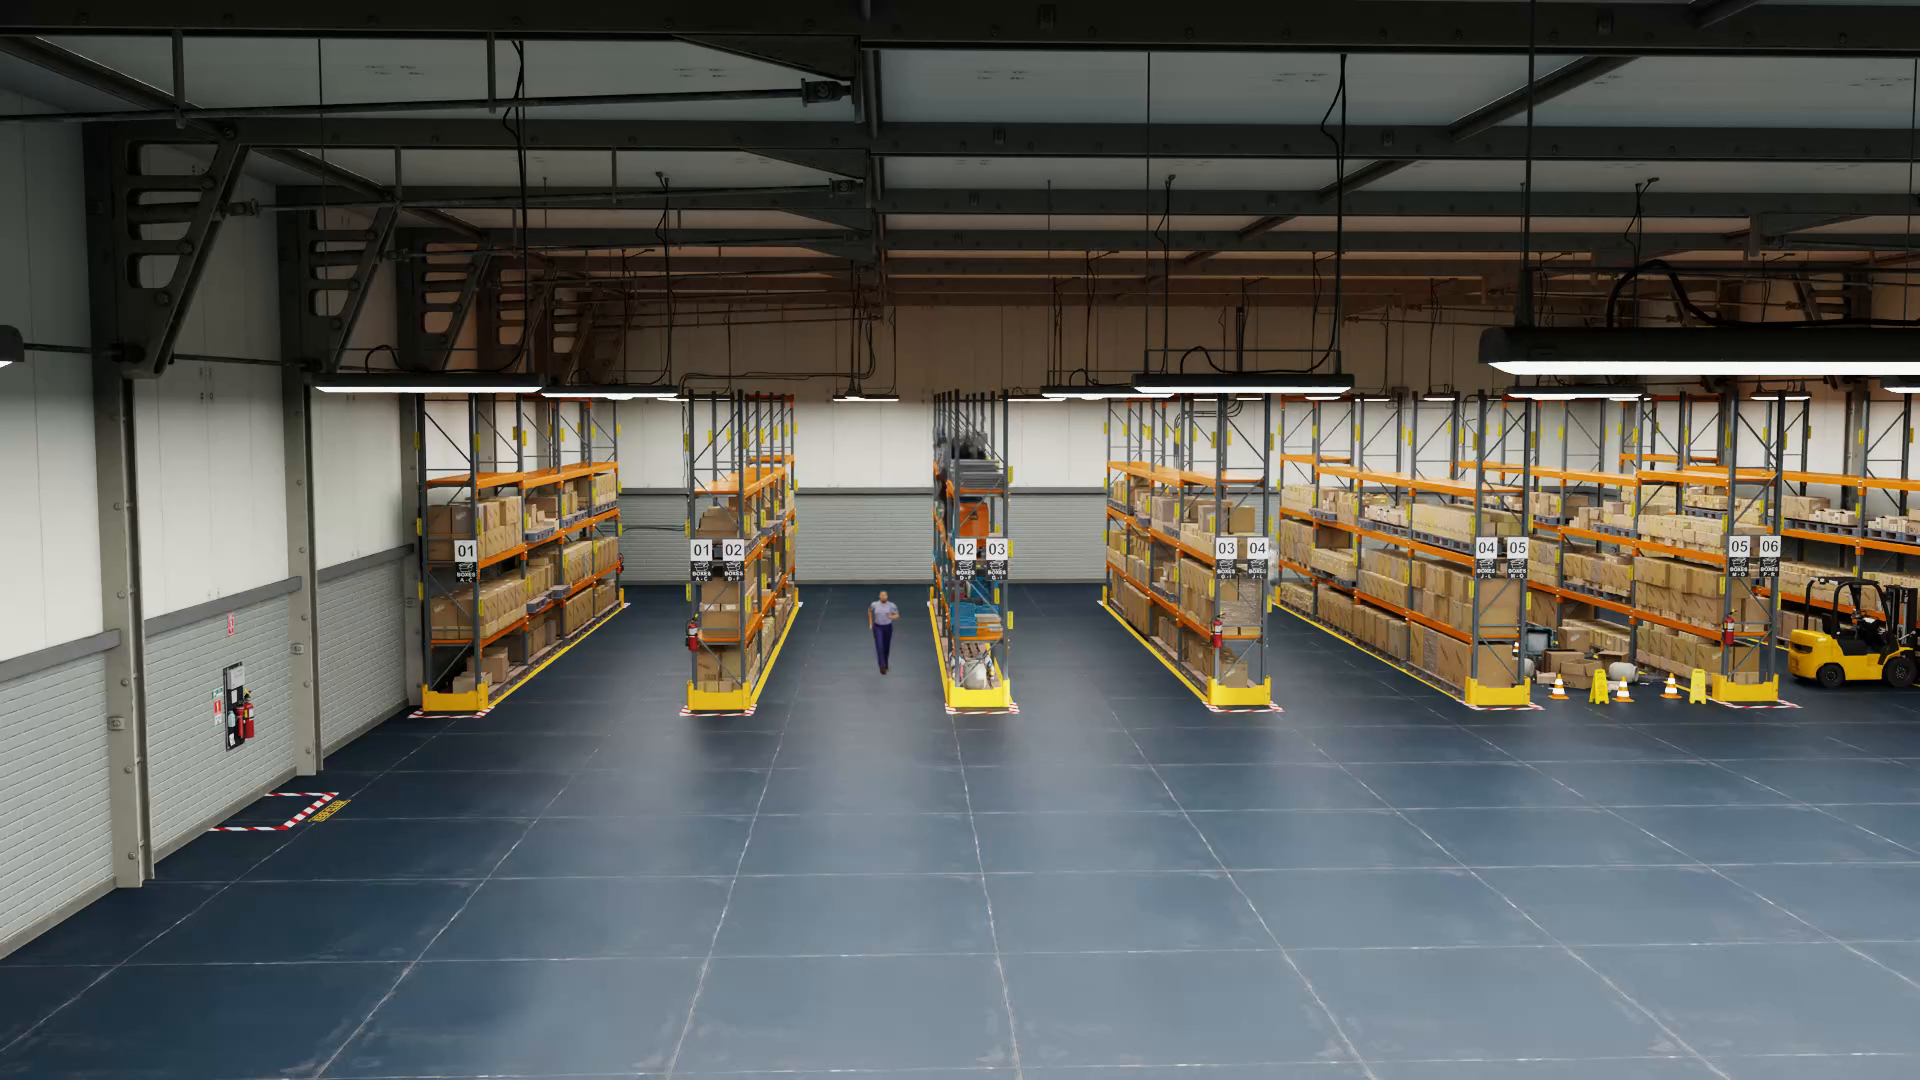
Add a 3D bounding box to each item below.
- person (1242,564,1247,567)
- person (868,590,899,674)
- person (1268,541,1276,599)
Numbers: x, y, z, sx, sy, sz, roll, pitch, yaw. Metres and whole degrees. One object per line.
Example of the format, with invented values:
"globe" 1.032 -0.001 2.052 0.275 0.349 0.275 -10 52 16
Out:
"person" 7.898 1.045 46.522 0.700 1.780 0.999 0 5 1
"person" -1.545 1.848 33.705 0.599 1.688 0.866 -1 5 -9
"person" 8.954 0.897 48.546 0.706 1.751 0.717 -2 5 -22
